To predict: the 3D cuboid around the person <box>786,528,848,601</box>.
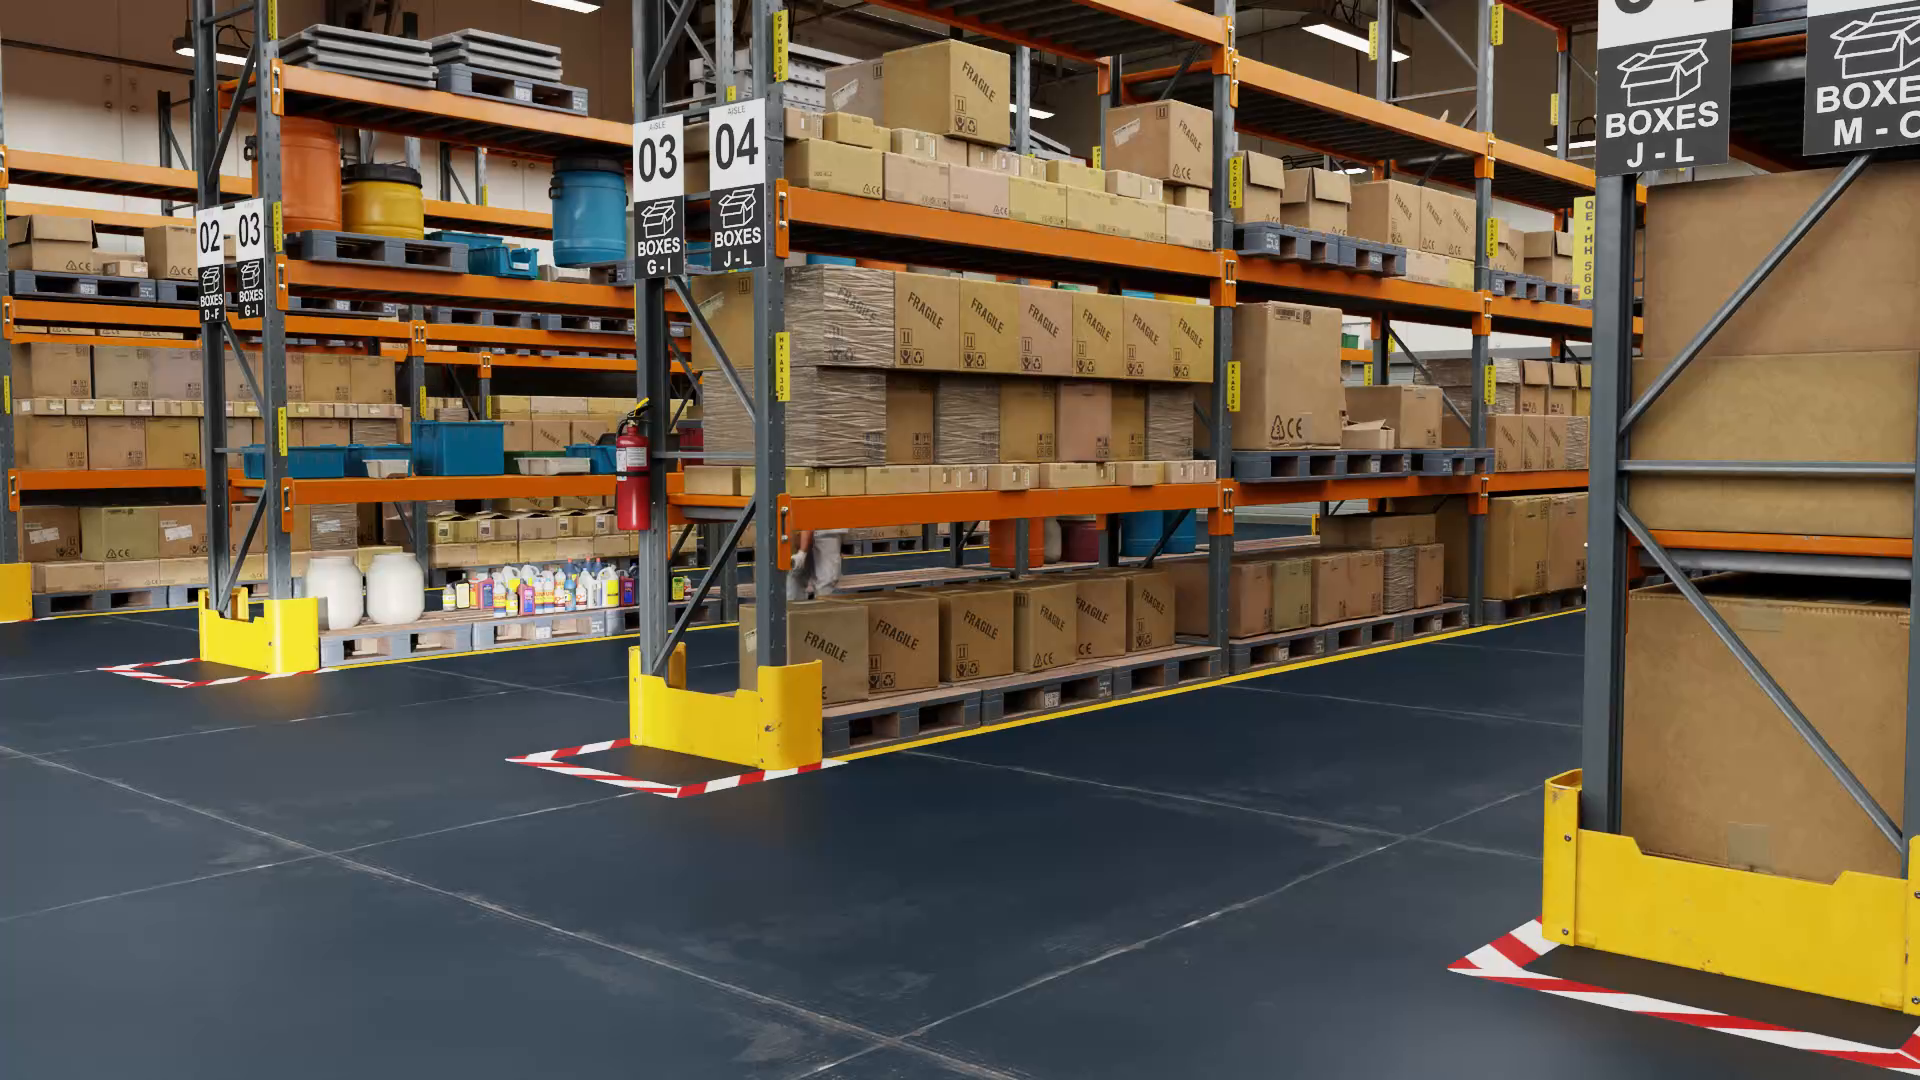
[{"bbox_3d":[-1.133,0.056,11.857,0.486,1.628,0.739,3,5,40],"label":"person"}]
